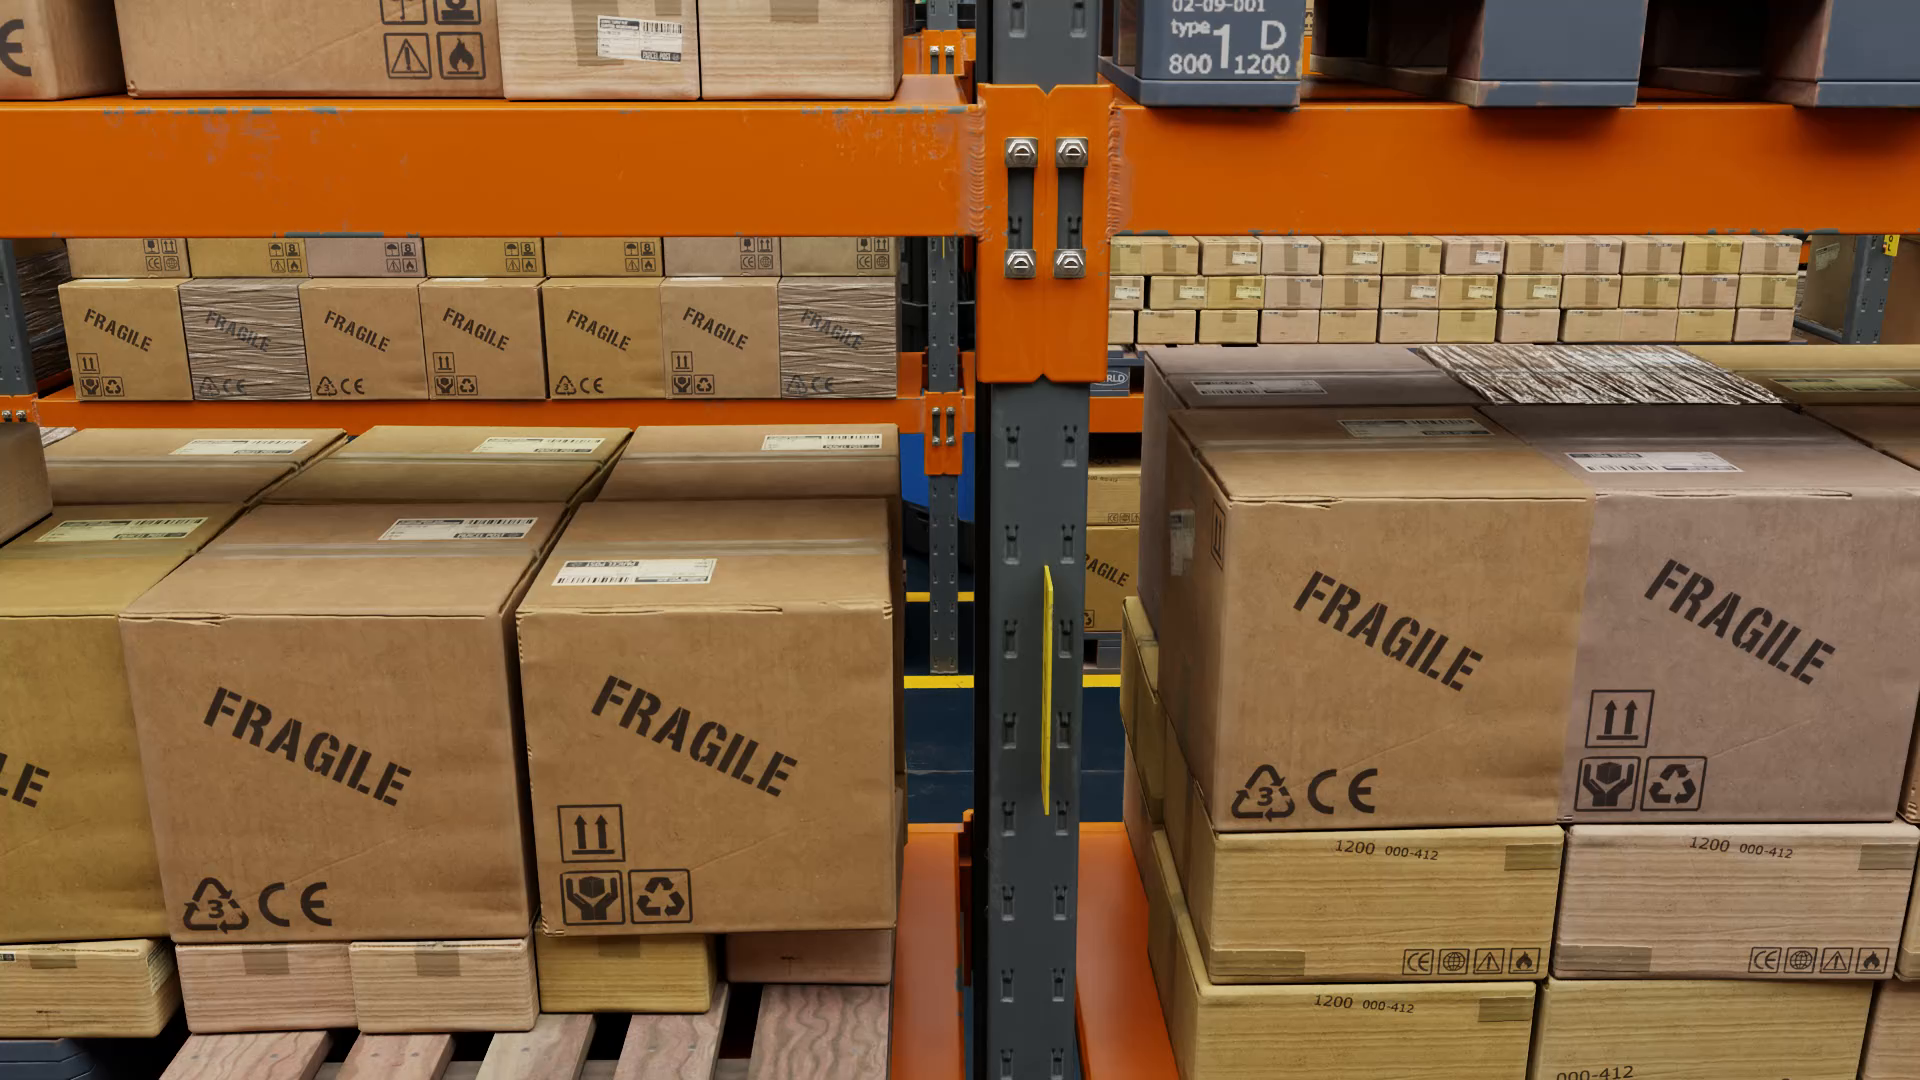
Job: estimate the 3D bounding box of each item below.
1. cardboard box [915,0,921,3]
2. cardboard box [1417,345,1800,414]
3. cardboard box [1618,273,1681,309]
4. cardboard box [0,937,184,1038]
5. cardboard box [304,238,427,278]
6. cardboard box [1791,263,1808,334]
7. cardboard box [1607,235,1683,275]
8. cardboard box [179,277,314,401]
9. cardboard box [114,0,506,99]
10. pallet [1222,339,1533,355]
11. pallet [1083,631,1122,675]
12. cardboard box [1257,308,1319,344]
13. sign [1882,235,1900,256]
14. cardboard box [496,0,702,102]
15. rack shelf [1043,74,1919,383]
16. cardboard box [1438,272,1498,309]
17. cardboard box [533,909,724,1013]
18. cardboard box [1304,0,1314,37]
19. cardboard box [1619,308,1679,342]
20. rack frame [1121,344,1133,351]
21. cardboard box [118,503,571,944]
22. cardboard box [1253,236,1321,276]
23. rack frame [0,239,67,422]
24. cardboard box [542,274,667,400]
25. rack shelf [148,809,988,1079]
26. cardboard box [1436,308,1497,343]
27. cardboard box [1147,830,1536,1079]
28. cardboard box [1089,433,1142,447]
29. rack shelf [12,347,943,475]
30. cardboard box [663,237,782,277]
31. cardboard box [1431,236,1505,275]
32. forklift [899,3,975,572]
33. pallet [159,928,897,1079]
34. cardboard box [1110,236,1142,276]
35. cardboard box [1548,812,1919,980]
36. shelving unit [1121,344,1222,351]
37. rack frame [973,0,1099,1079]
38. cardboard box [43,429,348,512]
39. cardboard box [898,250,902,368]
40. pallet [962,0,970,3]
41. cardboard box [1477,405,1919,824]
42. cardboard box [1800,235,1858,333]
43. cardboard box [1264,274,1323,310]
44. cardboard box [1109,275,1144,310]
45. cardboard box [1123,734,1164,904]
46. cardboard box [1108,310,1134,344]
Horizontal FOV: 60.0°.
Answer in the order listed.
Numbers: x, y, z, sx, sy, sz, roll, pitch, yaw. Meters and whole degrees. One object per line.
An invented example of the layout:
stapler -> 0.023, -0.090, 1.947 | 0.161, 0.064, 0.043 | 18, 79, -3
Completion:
cardboard box -> -0.529, -3.756, 11.679 | 0.500, 0.250, 0.500 | 0, 18, -1
cardboard box -> 1.124, -0.060, 3.025 | 0.500, 0.500, 0.500 | 0, 18, 0
cardboard box -> 3.013, -1.138, 7.420 | 0.250, 0.149, 0.380 | 0, 18, 2
cardboard box -> -1.270, 0.586, 2.532 | 0.250, 0.149, 0.380 | 0, 18, 0
cardboard box -> -2.564, -1.475, 7.433 | 0.500, 0.500, 0.700 | 0, 18, 0
cardboard box -> 6.393, -1.671, 12.637 | 0.875, 0.875, 0.875 | 0, 18, -1
cardboard box -> 2.994, -1.280, 7.376 | 0.250, 0.149, 0.380 | -1, 18, -3
cardboard box -> -3.045, -0.912, 7.316 | 0.500, 0.500, 0.500 | 0, 18, 0
cardboard box -> -0.849, -0.924, 2.442 | 0.500, 0.500, 0.700 | 0, 18, -1
pallet -> 1.898, -0.891, 7.730 | 1.213, 0.211, 1.003 | 0, 18, -1
pallet -> 0.701, 0.364, 8.068 | 1.213, 0.211, 1.003 | 0, 18, -1
cardboard box -> 1.444, -0.988, 7.440 | 0.250, 0.149, 0.380 | 0, 18, 1
sign -> 3.931, -1.362, 6.986 | 0.005, 0.325, 0.100 | 0, 18, -1
cardboard box -> -0.462, -0.689, 2.284 | 0.250, 0.149, 0.380 | 0, 18, -1
rack shelf -> 2.098, -0.545, 2.602 | 4.000, 0.370, 1.077 | 0, 18, -1
cardboard box -> 2.206, -1.132, 7.403 | 0.250, 0.149, 0.380 | 0, 18, -1
cardboard box -> -0.492, 0.567, 2.593 | 0.250, 0.149, 0.380 | 0, 18, 0
cardboard box -> 1.494, -2.367, 6.940 | 0.500, 0.500, 0.500 | 0, 18, -1
cardboard box -> 3.016, -0.996, 7.465 | 0.250, 0.149, 0.380 | 0, 18, -1
rack frame -> 1.146, -0.681, 8.876 | 0.015, 2.100, 0.400 | -36, 23, 16
cardboard box -> -0.868, 0.254, 2.506 | 0.500, 0.500, 0.500 | -1, 18, -2
cardboard box -> 1.434, -1.272, 7.353 | 0.250, 0.149, 0.380 | 1, 18, 2
rack frame -> -4.080, -0.941, 7.571 | 0.127, 3.000, 1.000 | 0, 18, -1
cardboard box -> -1.525, -0.920, 7.340 | 0.500, 0.500, 0.500 | -1, 18, -2
rack shelf -> -1.901, 0.903, 3.000 | 4.000, 0.370, 1.077 | 0, 18, -1
cardboard box -> 2.222, -0.991, 7.449 | 0.250, 0.149, 0.380 | 0, 18, 2
cardboard box -> 0.592, 0.697, 2.711 | 0.500, 0.250, 0.500 | -1, 18, -2
cardboard box -> 0.599, -0.411, 8.095 | 0.500, 0.250, 0.500 | -1, 18, -2
rack shelf -> -2.080, -0.608, 7.711 | 4.000, 0.370, 1.077 | 0, 18, -1
cardboard box -> -1.035, -1.482, 7.457 | 0.500, 0.500, 0.700 | -1, 18, -2
cardboard box -> 2.217, -1.276, 7.364 | 0.250, 0.149, 0.380 | -1, 18, -3
forklift -> -0.330, -1.570, 9.644 | 1.130, 2.935, 3.031 | -15, 23, -38
pallet -> -0.612, 0.678, 2.837 | 1.003, 0.211, 1.213 | 0, 18, -1
cardboard box -> 0.653, -1.269, 7.344 | 0.250, 0.149, 0.380 | -1, 18, -2
cardboard box -> 1.126, 0.455, 2.646 | 0.500, 0.250, 0.500 | 0, 18, 0
shelving unit -> 1.337, -0.817, 8.810 | 0.503, 2.100, 0.431 | -36, 23, 16
rack frame -> 0.099, 0.552, 2.917 | 0.053, 2.616, 0.949 | 0, 18, -1
cardboard box -> -1.407, 0.102, 2.980 | 0.500, 0.500, 0.500 | 0, 18, 0
cardboard box -> -0.534, -1.089, 7.867 | 0.500, 0.500, 0.500 | 0, 18, 0
pallet -> 0.630, -5.301, 16.560 | 1.213, 0.211, 1.003 | 0, 18, -1
cardboard box -> 1.091, 0.094, 2.543 | 0.500, 0.500, 0.500 | 0, 18, -1
cardboard box -> 4.398, -1.258, 7.907 | 0.500, 0.500, 0.500 | 0, 18, -1
cardboard box -> 1.445, -1.130, 7.397 | 0.250, 0.149, 0.380 | 0, 18, -1
cardboard box -> 0.677, -1.126, 7.382 | 0.250, 0.149, 0.380 | 1, 18, 2
cardboard box -> 0.600, 0.540, 3.198 | 0.500, 0.250, 0.500 | -1, 18, -3
cardboard box -> 0.638, -0.983, 7.424 | 0.250, 0.149, 0.380 | 1, 18, 2
